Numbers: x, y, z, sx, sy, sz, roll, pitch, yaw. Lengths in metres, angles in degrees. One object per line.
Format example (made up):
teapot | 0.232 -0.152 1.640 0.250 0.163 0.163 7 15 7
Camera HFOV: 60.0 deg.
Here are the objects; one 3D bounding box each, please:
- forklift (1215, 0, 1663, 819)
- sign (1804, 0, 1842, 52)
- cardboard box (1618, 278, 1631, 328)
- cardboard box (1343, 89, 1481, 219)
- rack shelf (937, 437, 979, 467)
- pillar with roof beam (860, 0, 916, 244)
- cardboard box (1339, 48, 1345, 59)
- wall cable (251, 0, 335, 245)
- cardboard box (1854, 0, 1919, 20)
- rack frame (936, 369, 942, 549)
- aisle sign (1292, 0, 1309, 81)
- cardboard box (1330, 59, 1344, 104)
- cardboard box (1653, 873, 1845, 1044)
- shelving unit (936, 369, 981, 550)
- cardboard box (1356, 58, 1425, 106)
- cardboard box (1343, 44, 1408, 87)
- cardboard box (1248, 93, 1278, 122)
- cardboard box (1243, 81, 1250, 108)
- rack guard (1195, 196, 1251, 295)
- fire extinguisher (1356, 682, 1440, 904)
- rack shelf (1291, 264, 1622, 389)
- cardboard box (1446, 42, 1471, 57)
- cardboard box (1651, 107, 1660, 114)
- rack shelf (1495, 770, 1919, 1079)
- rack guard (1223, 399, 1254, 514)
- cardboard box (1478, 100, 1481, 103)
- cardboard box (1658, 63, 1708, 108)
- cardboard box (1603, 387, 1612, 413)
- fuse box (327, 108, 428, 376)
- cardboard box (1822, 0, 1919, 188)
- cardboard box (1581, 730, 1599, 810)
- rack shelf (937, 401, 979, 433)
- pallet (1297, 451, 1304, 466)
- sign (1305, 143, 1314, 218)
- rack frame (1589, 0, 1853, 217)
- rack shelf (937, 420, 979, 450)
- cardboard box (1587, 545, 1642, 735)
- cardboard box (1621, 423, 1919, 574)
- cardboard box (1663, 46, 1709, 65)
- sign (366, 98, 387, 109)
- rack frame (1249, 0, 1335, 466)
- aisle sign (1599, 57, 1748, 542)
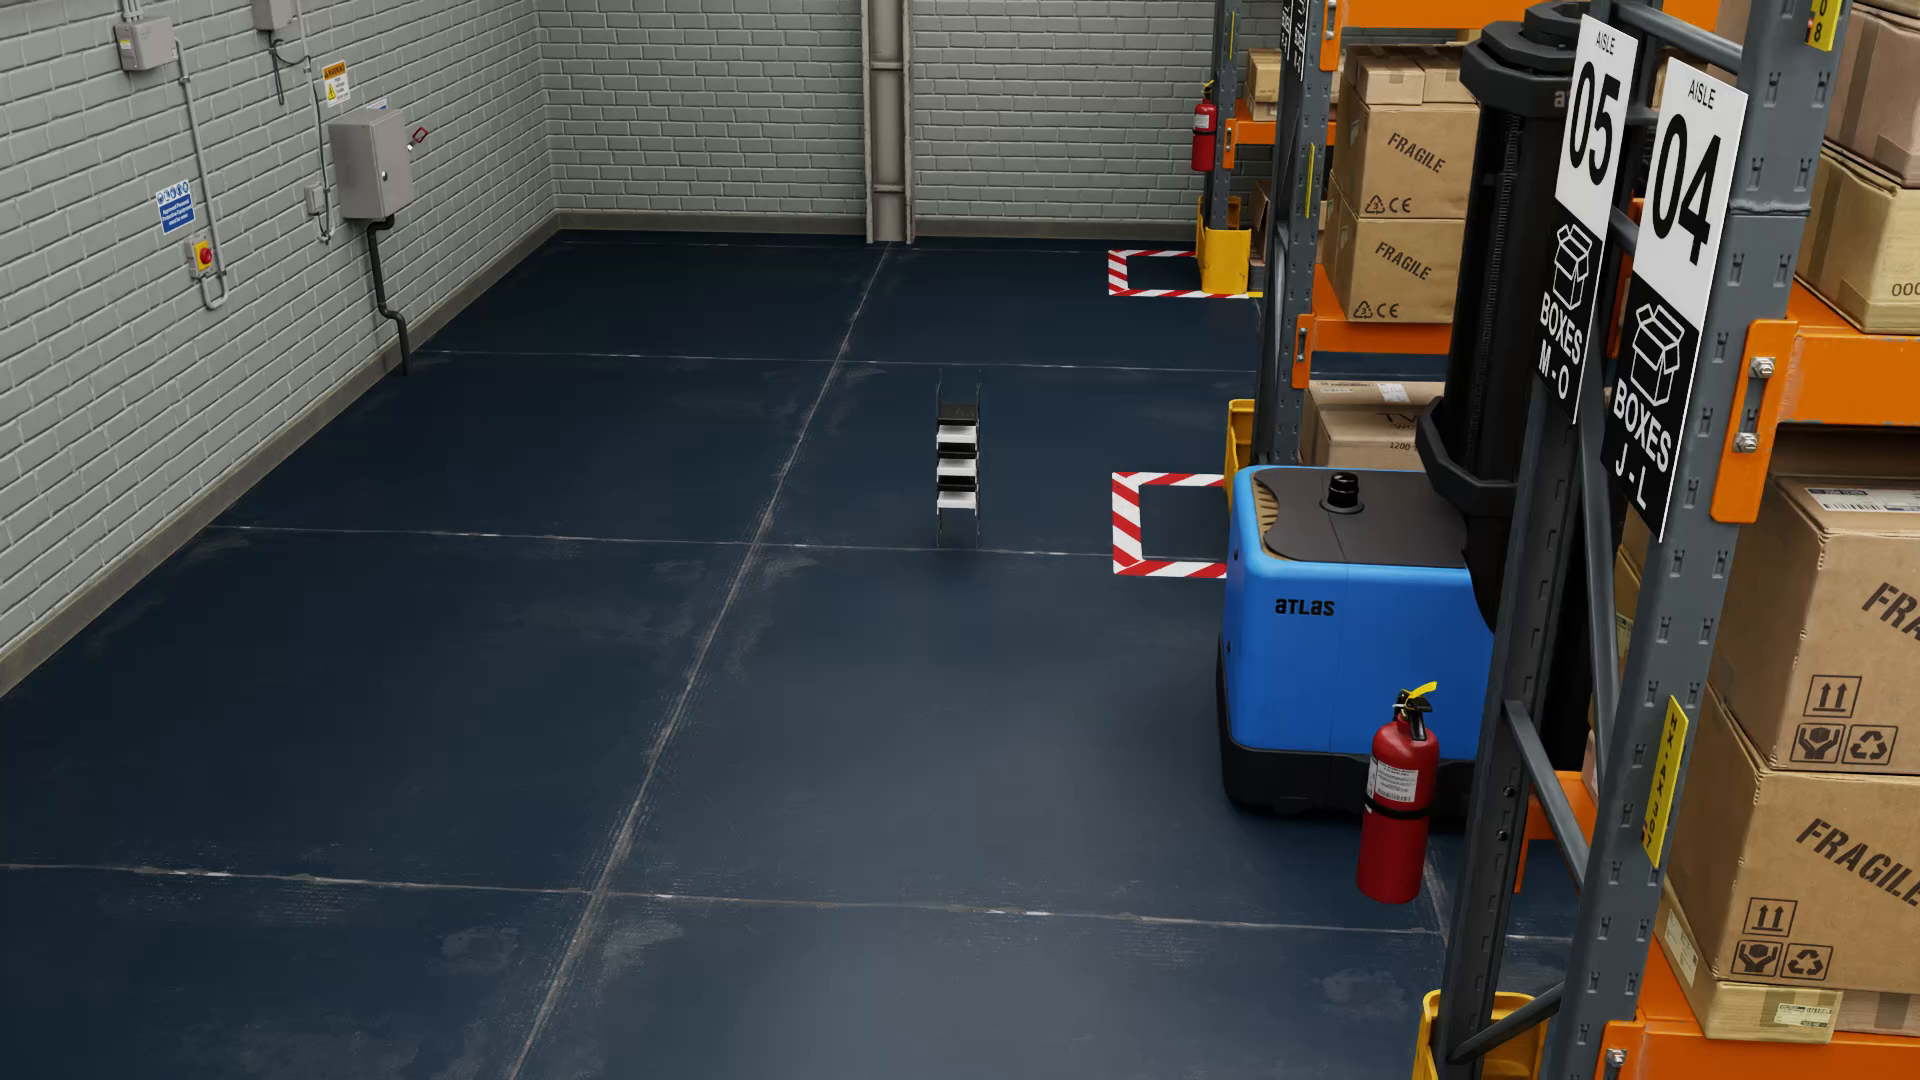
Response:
forklift | 2.579 -0.413 6.141 3.031 2.935 1.130 2 25 5
sign | 1.326 -0.911 2.507 0.005 0.325 0.100 2 25 4
cardboard box | 3.115 -1.326 7.923 0.500 0.500 0.500 2 25 4
cardboard box | 2.102 -1.809 7.777 0.500 0.500 0.500 1 25 3
rack shelf | -0.008 -0.461 8.539 0.200 0.077 0.258 2 25 4
pillar with roof beam | -0.927 -4.905 8.646 0.400 9.000 9.100 2 25 4
cardboard box | 3.015 -3.658 12.936 0.500 0.250 0.500 2 25 4
wall cable | -3.881 -2.667 9.743 0.122 1.984 0.588 2 25 4
cardboard box | 1.673 -0.975 2.796 0.250 0.149 0.380 2 25 4
rack frame | -0.109 -0.412 8.570 0.006 0.900 0.240 2 25 4
aisle sign | 1.552 -2.506 7.498 0.004 0.787 0.394 2 25 4
cardboard box | 2.956 -3.437 12.454 0.500 0.250 0.500 2 25 5
cardboard box | 1.665 0.884 3.541 0.250 0.149 0.380 2 25 4
shelving unit | -0.008 -0.409 8.562 0.210 0.900 0.258 2 25 4
cardboard box | 1.978 -2.111 7.658 0.250 0.149 0.380 2 25 5
cardboard box | 2.019 -2.310 8.090 0.250 0.149 0.380 2 25 5
cardboard box | 2.329 -3.273 12.576 0.250 0.149 0.380 2 25 4
cardboard box | 2.373 -3.500 13.068 0.250 0.149 0.380 2 25 3
rack guard | 2.098 -2.374 13.312 0.348 0.500 1.175 2 25 4
fire extinguisher | 1.152 0.627 4.338 0.183 0.674 0.296 2 25 4
rack shelf | 3.640 -1.053 8.310 4.000 0.370 1.077 2 25 4
cardboard box | 2.538 -2.339 8.152 0.250 0.149 0.380 2 25 3
cardboard box | 3.132 -1.782 7.719 0.500 0.500 0.500 2 25 4
rack shelf | 3.362 1.014 3.819 4.000 0.370 1.077 2 25 4
rack guard | 1.622 -0.309 8.823 0.348 0.500 1.175 2 25 4
cardboard box | 2.496 -2.076 7.582 0.250 0.149 0.380 3 25 6
cardboard box | 3.271 -2.063 7.554 0.250 0.149 0.380 2 25 4
cardboard box | 3.225 -0.465 8.735 0.875 0.438 0.875 2 25 5
fuse box | -3.672 -1.900 10.832 0.414 1.711 0.539 2 25 4
cardboard box | 1.795 -0.776 2.841 0.500 0.250 0.500 2 25 5
cardboard box | 1.714 0.630 4.094 0.250 0.149 0.380 2 25 4
rack shelf | -0.008 -0.624 8.464 0.200 0.077 0.258 2 25 4
pallet | 2.449 -0.184 8.897 1.213 0.211 1.003 2 25 4
sign | 1.597 -1.642 7.599 0.005 0.325 0.100 2 25 4
rack frame | 1.367 -2.103 2.554 0.127 3.000 1.000 2 25 4
rack shelf | -0.008 -0.542 8.501 0.200 0.077 0.258 2 25 4
cardboard box | 1.835 0.349 3.927 0.500 0.500 0.500 2 25 5
cardboard box | 1.843 -0.101 3.710 0.500 0.500 0.500 1 25 3
cardboard box | 3.556 -2.276 8.015 0.250 0.149 0.380 3 25 6
sign | -3.841 -2.654 11.044 0.001 0.494 0.329 2 25 4
rack frame | 1.646 -1.444 8.299 0.127 3.000 1.000 2 25 4
aisle sign | 1.272 -0.436 2.998 0.004 0.787 0.394 2 25 4
